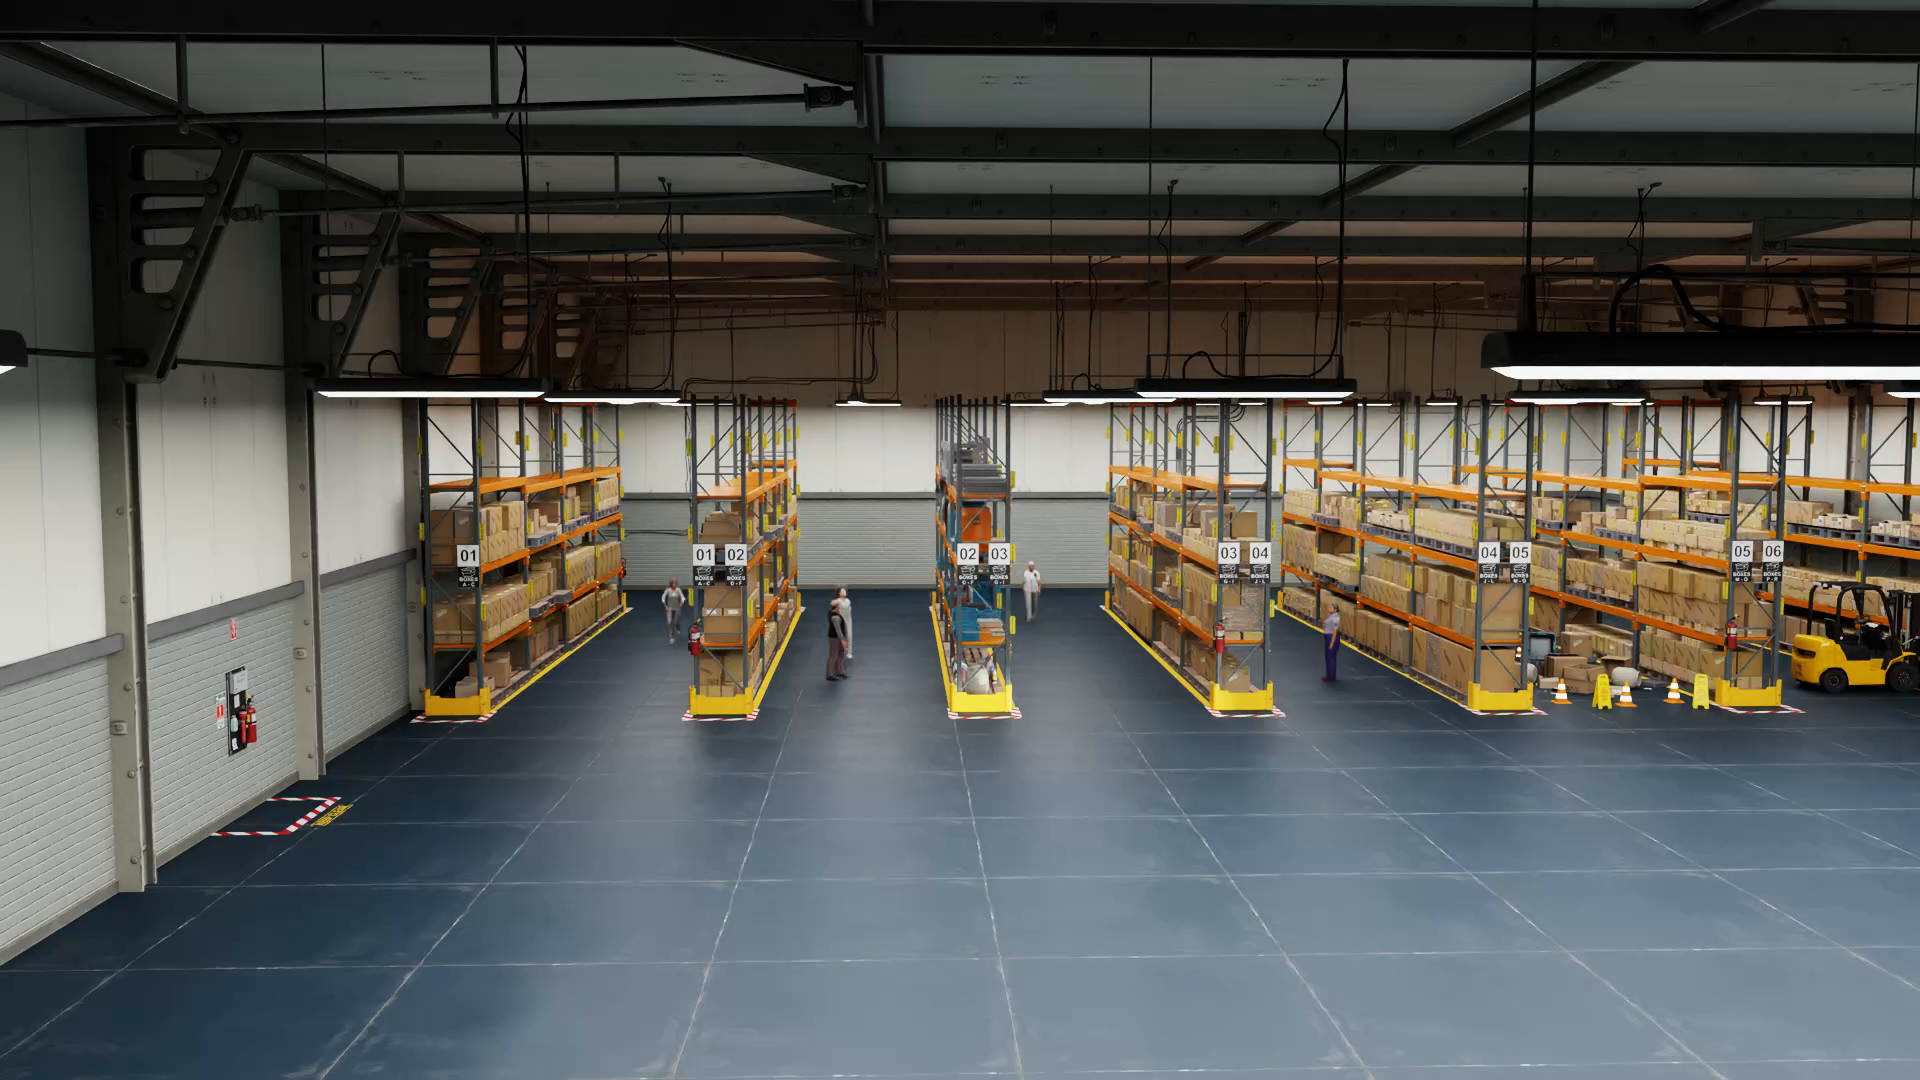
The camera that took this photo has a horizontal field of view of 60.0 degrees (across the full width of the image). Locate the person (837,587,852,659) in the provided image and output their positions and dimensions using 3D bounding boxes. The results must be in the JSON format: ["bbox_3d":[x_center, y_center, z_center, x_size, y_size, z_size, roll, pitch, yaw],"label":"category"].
[{"bbox_3d":[-2.672,1.889,38.193,0.415,1.607,1.014,-1,5,-11],"label":"person"}]

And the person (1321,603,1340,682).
[{"bbox_3d":[7.802,2.148,35.057,0.404,1.655,0.488,2,5,20],"label":"person"}]

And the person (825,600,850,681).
[{"bbox_3d":[-2.585,2.114,34.995,0.488,1.756,0.644,0,4,1],"label":"person"}]

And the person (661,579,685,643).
[{"bbox_3d":[-7.068,1.732,40.972,0.551,1.590,0.648,0,5,4],"label":"person"}]

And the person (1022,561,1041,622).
[{"bbox_3d":[1.941,1.382,44.849,0.499,1.615,0.981,0,5,-5],"label":"person"}]
